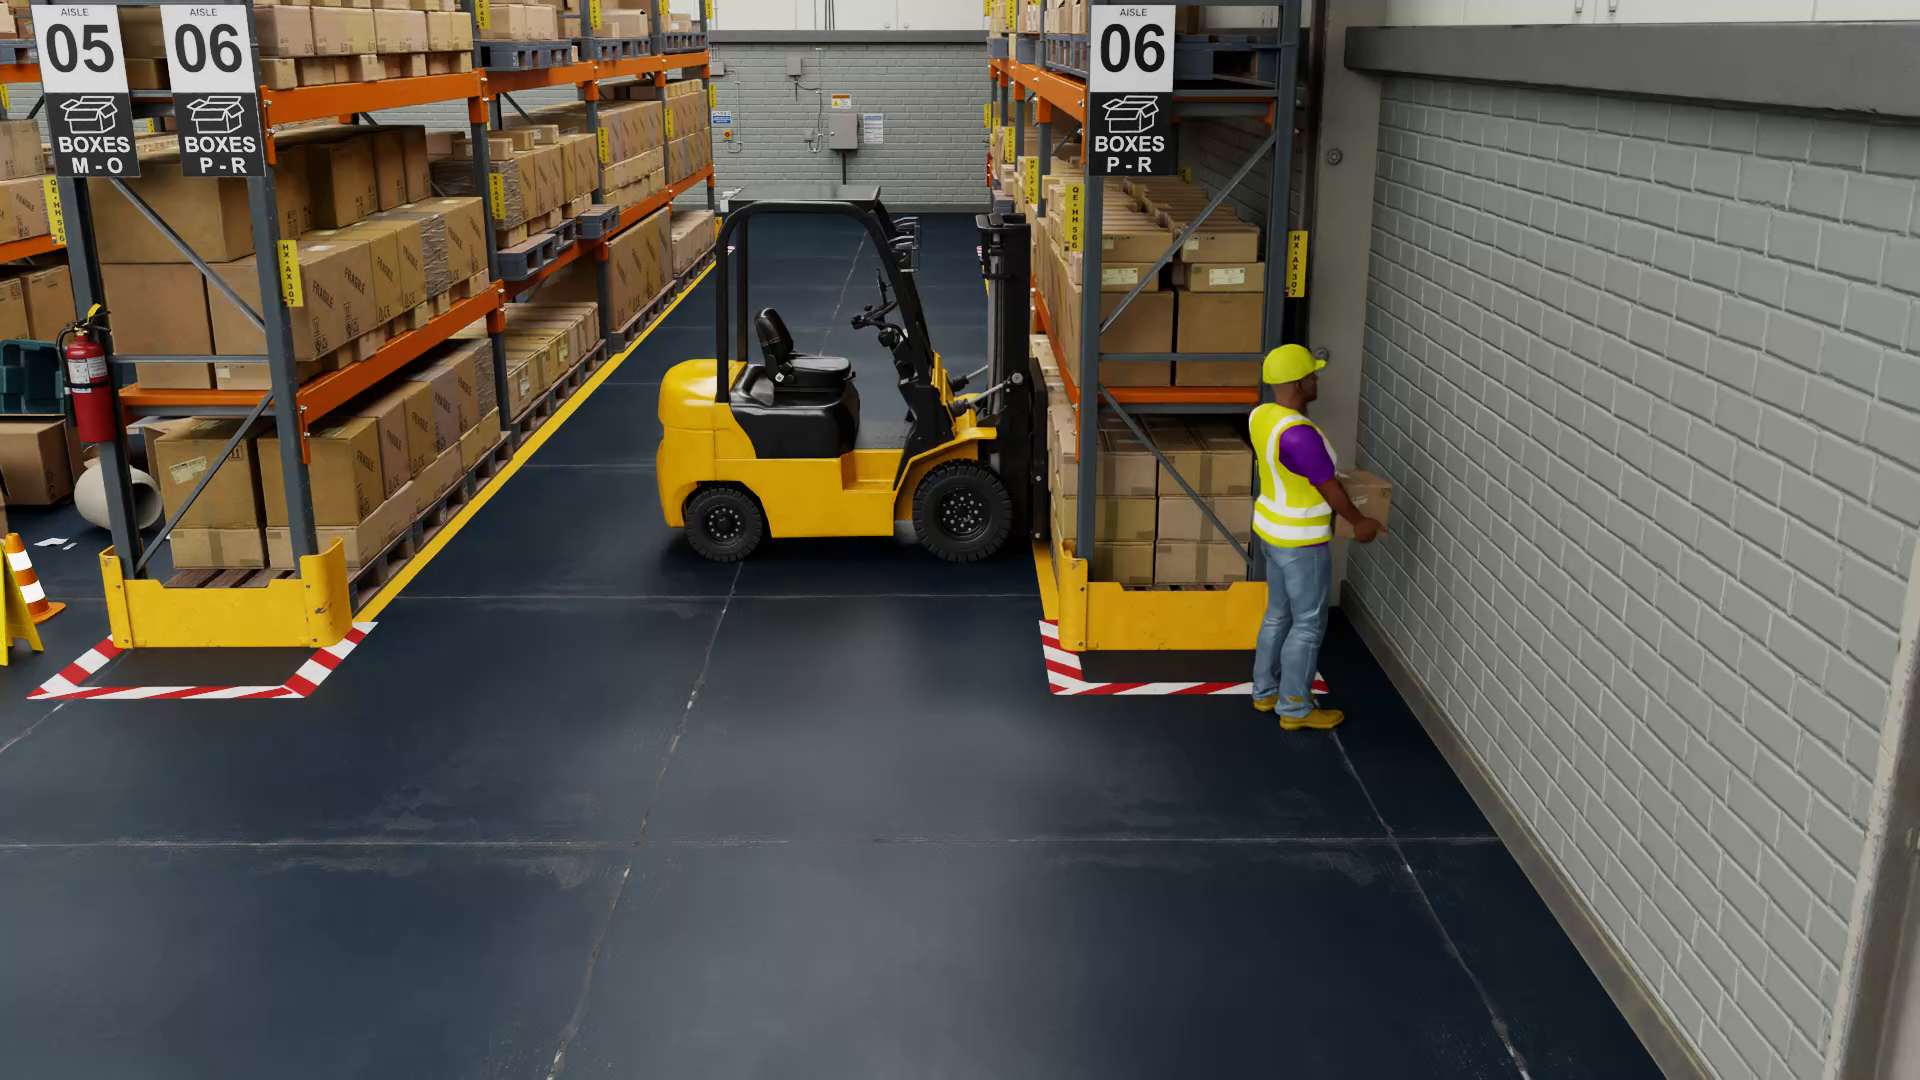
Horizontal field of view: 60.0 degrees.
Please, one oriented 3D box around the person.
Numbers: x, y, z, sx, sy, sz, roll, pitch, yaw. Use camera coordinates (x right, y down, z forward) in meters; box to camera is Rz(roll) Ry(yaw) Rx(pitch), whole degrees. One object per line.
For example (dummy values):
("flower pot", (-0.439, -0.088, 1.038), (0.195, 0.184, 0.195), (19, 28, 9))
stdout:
("person", (1.608, -0.020, 7.568), (0.575, 1.767, 0.510), (-3, 17, -9))
